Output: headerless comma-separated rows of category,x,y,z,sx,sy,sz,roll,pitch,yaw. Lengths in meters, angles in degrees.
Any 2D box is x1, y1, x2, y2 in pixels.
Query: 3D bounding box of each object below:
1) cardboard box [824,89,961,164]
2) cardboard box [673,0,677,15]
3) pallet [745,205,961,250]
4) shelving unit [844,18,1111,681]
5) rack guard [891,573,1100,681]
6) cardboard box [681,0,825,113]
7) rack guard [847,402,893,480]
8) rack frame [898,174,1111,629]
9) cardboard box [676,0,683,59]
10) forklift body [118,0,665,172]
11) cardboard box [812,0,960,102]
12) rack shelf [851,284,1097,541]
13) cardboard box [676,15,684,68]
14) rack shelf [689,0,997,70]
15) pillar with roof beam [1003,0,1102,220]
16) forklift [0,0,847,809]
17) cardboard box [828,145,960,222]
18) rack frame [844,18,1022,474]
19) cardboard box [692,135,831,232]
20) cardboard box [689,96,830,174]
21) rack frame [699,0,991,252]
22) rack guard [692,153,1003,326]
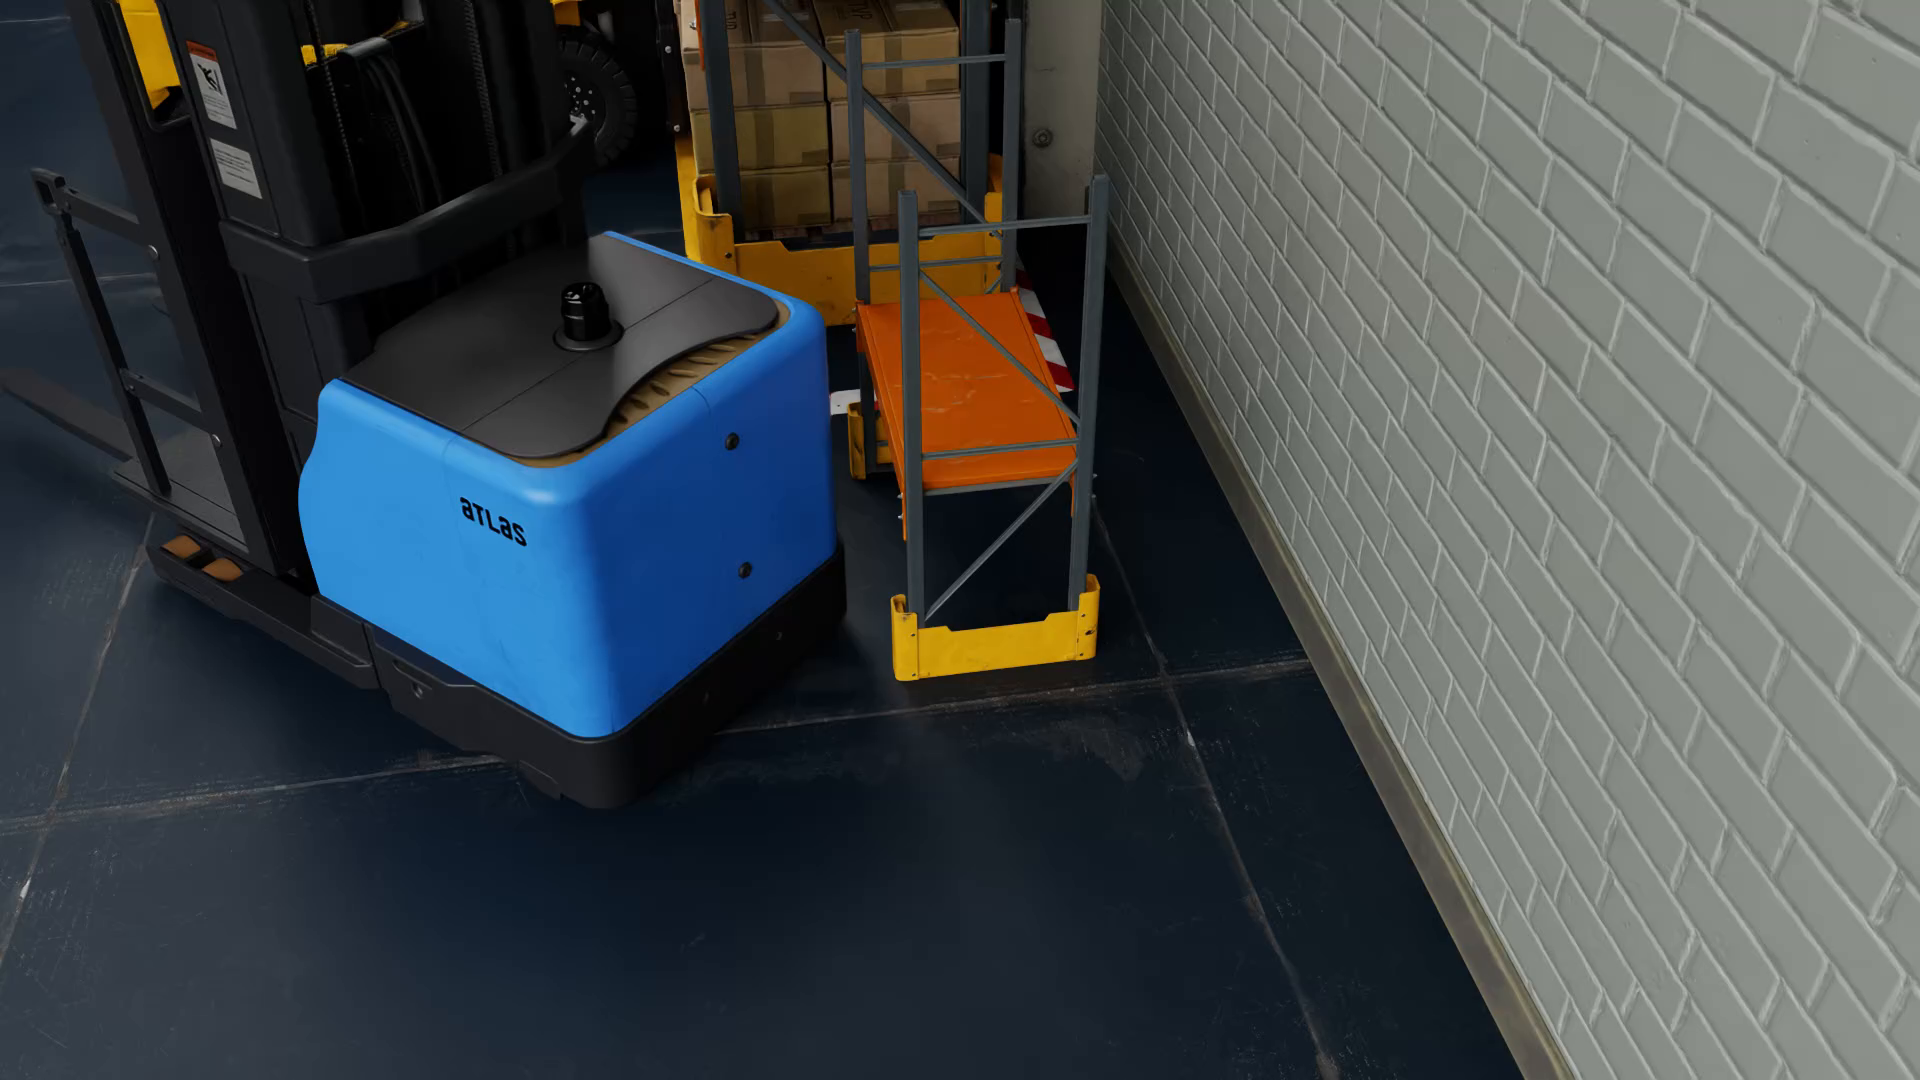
cardboard box,-0.273,-1.702,6.488,0.500,0.250,0.500,-6,38,-7
cardboard box,-0.977,-2.450,7.042,0.500,0.250,0.500,-6,38,-7
pallet,-0.571,-1.475,6.976,1.003,0.211,1.213,-6,38,-8
shelving unit,0.013,-0.546,4.731,0.587,1.500,1.083,-6,38,-8
rack guard,0.101,0.248,4.727,0.587,0.250,0.087,-6,38,-8
cardboard box,-0.783,-1.838,6.255,0.500,0.250,0.500,-5,38,-6
rack guard,-0.074,-0.353,5.501,0.587,0.250,0.087,-6,38,-8
rack frame,0.104,-0.234,4.328,0.500,1.500,0.032,-6,38,-8
cardboard box,-0.878,-2.146,6.651,0.500,0.250,0.500,-6,38,-7
forklift body,-2.524,-2.733,7.014,2.313,2.155,1.214,-6,38,-8
cardboard box,-0.293,-1.904,6.340,0.500,0.250,0.500,-7,38,-9
rack shelf,0.015,-0.399,4.834,0.538,0.185,1.000,-6,38,-8
cardboard box,-0.977,-2.270,7.219,0.500,0.250,0.500,-7,38,-9
rack shelf,-0.746,-3.043,7.308,1.077,0.370,4.000,-6,38,-8
pillar with roof beam,-3.868,-4.542,3.762,9.100,9.000,0.400,-6,38,-8
forklift,-1.833,-1.179,4.379,3.031,2.935,1.130,23,43,27
cardboard box,-0.289,-1.516,6.656,0.500,0.250,0.500,-6,38,-8
rack frame,-0.074,-0.848,5.119,0.500,1.500,0.032,-6,38,-8
cardboard box,-0.789,-1.449,6.568,0.500,0.250,0.500,-6,38,-8
cardboard box,-0.788,-1.657,6.429,0.500,0.250,0.500,-7,38,-9
rack frame,-0.395,-2.119,5.532,1.000,3.000,0.127,-6,38,-8
rack guard,-0.391,-1.117,6.280,1.175,0.500,0.348,-6,38,-8
